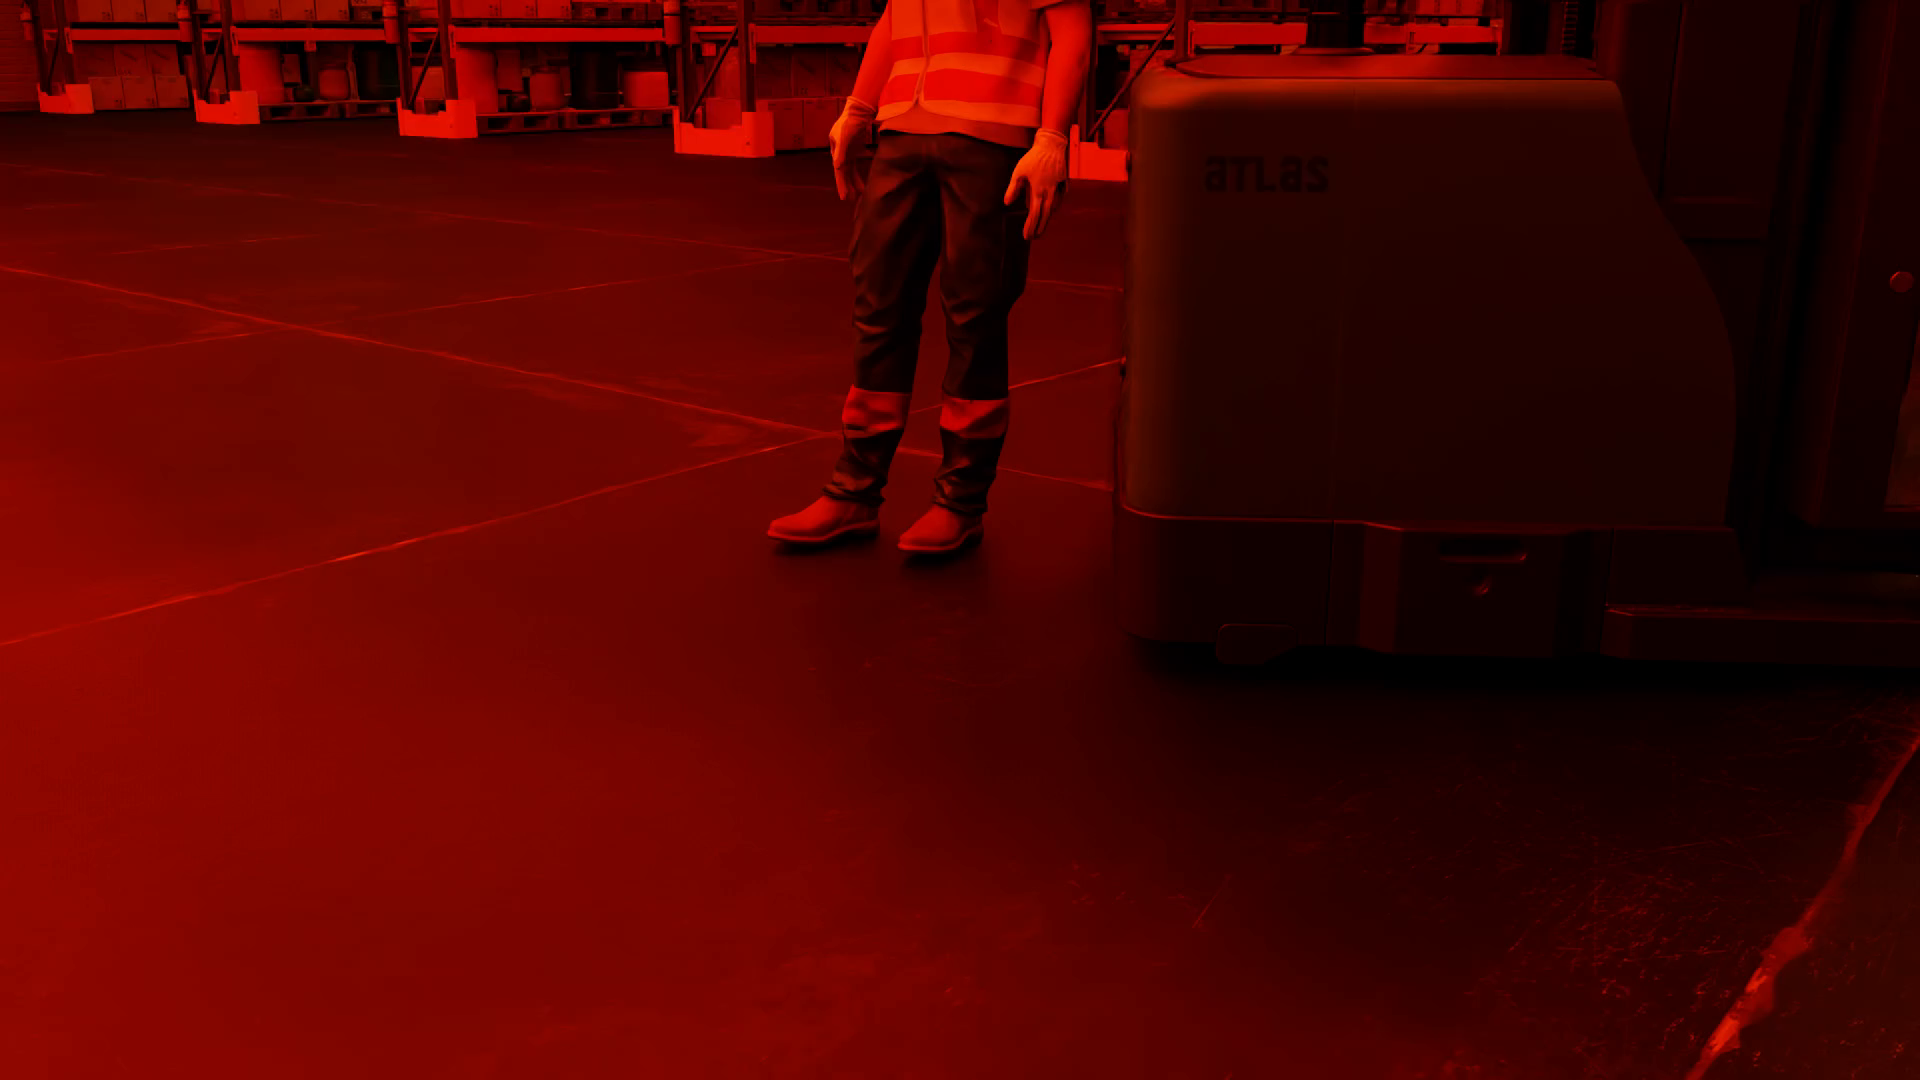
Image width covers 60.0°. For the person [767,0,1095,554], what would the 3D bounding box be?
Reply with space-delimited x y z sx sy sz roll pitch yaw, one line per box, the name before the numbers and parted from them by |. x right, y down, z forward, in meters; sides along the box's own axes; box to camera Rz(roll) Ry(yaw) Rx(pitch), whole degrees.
person | -0.061 -0.848 3.629 0.637 1.787 0.564 13 21 37

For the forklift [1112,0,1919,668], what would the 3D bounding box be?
forklift | 1.842 -1.264 3.059 3.031 2.935 1.130 1 17 4
